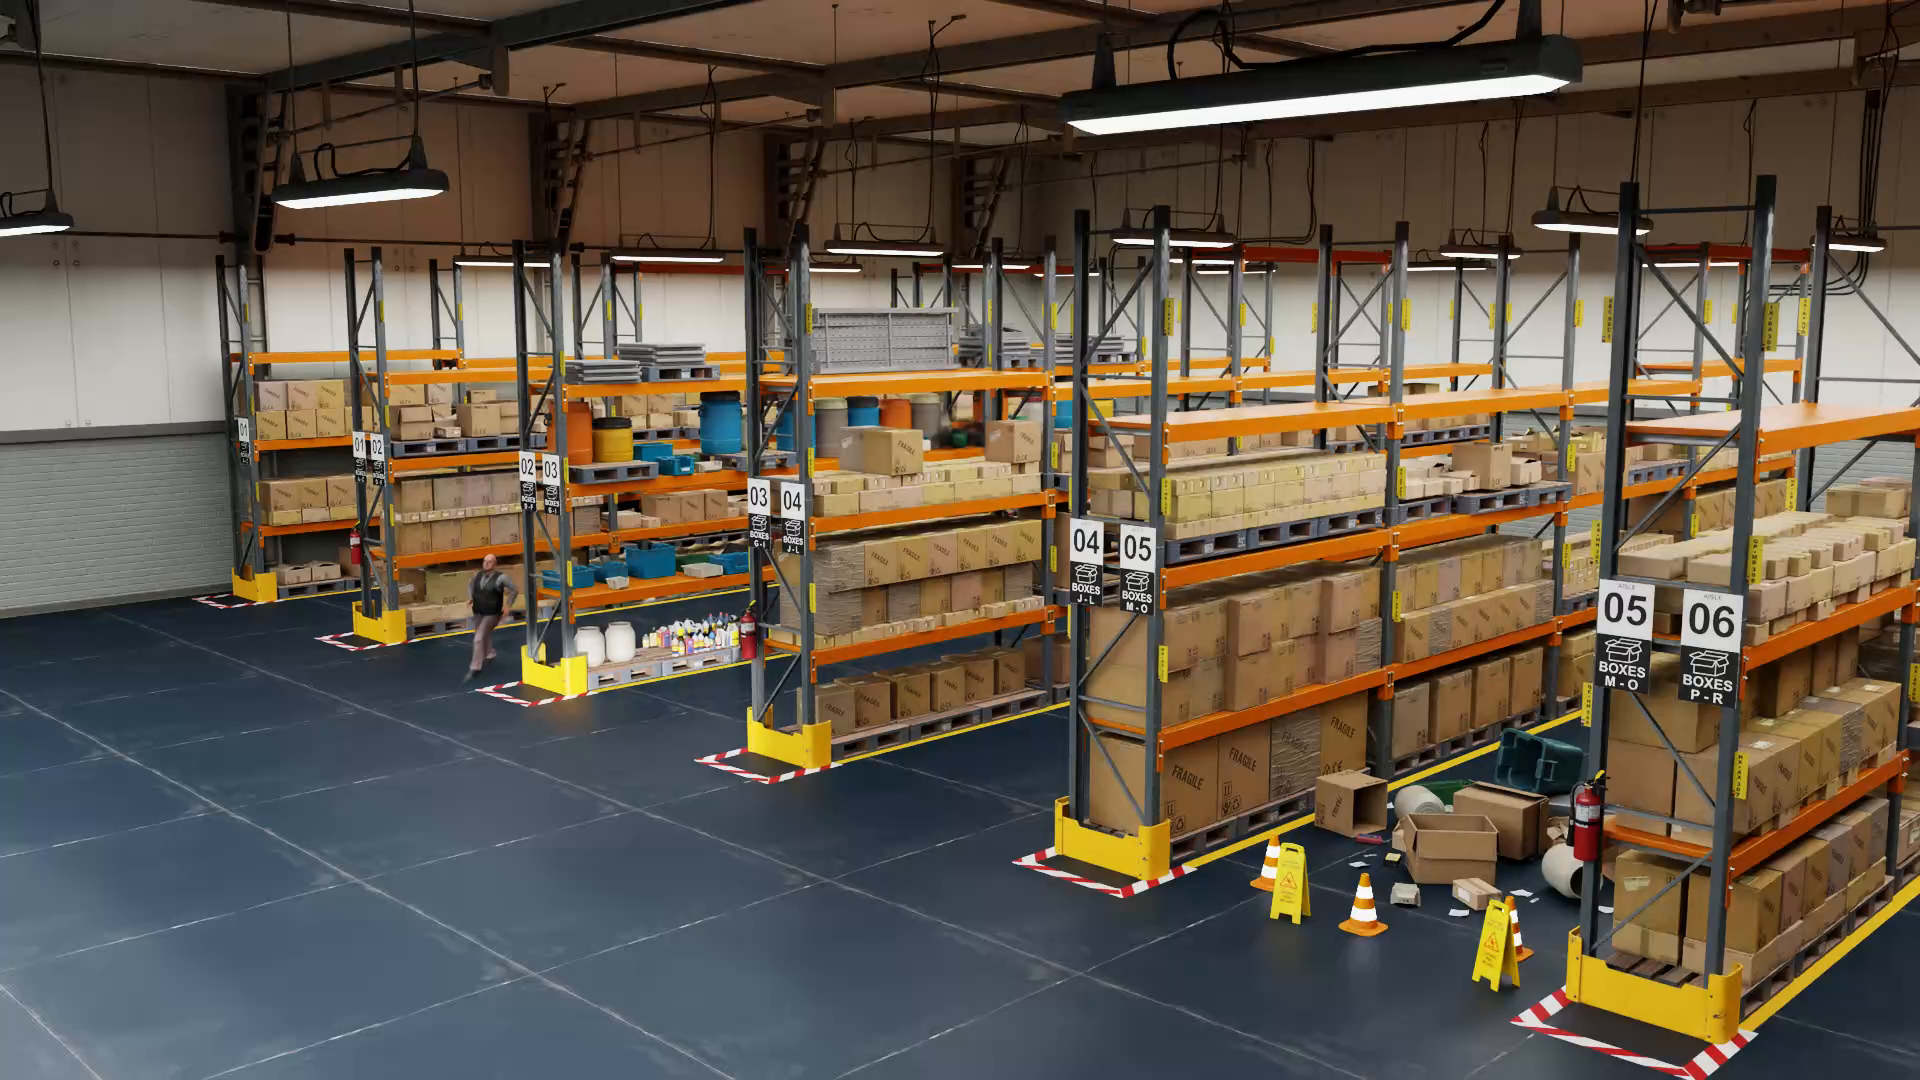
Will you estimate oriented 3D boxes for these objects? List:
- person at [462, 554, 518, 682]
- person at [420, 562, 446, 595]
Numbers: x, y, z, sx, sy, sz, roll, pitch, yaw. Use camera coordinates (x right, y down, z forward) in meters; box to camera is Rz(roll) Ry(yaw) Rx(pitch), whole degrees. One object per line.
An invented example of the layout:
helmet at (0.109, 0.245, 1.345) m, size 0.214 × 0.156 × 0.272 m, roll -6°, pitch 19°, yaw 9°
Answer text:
person at (-6.577, 1.057, 23.142) m, size 0.727 × 1.739 × 0.843 m, roll 4°, pitch 9°, yaw 24°
person at (-8.933, 0.252, 28.298) m, size 0.703 × 1.765 × 1.014 m, roll 5°, pitch 10°, yaw 33°
